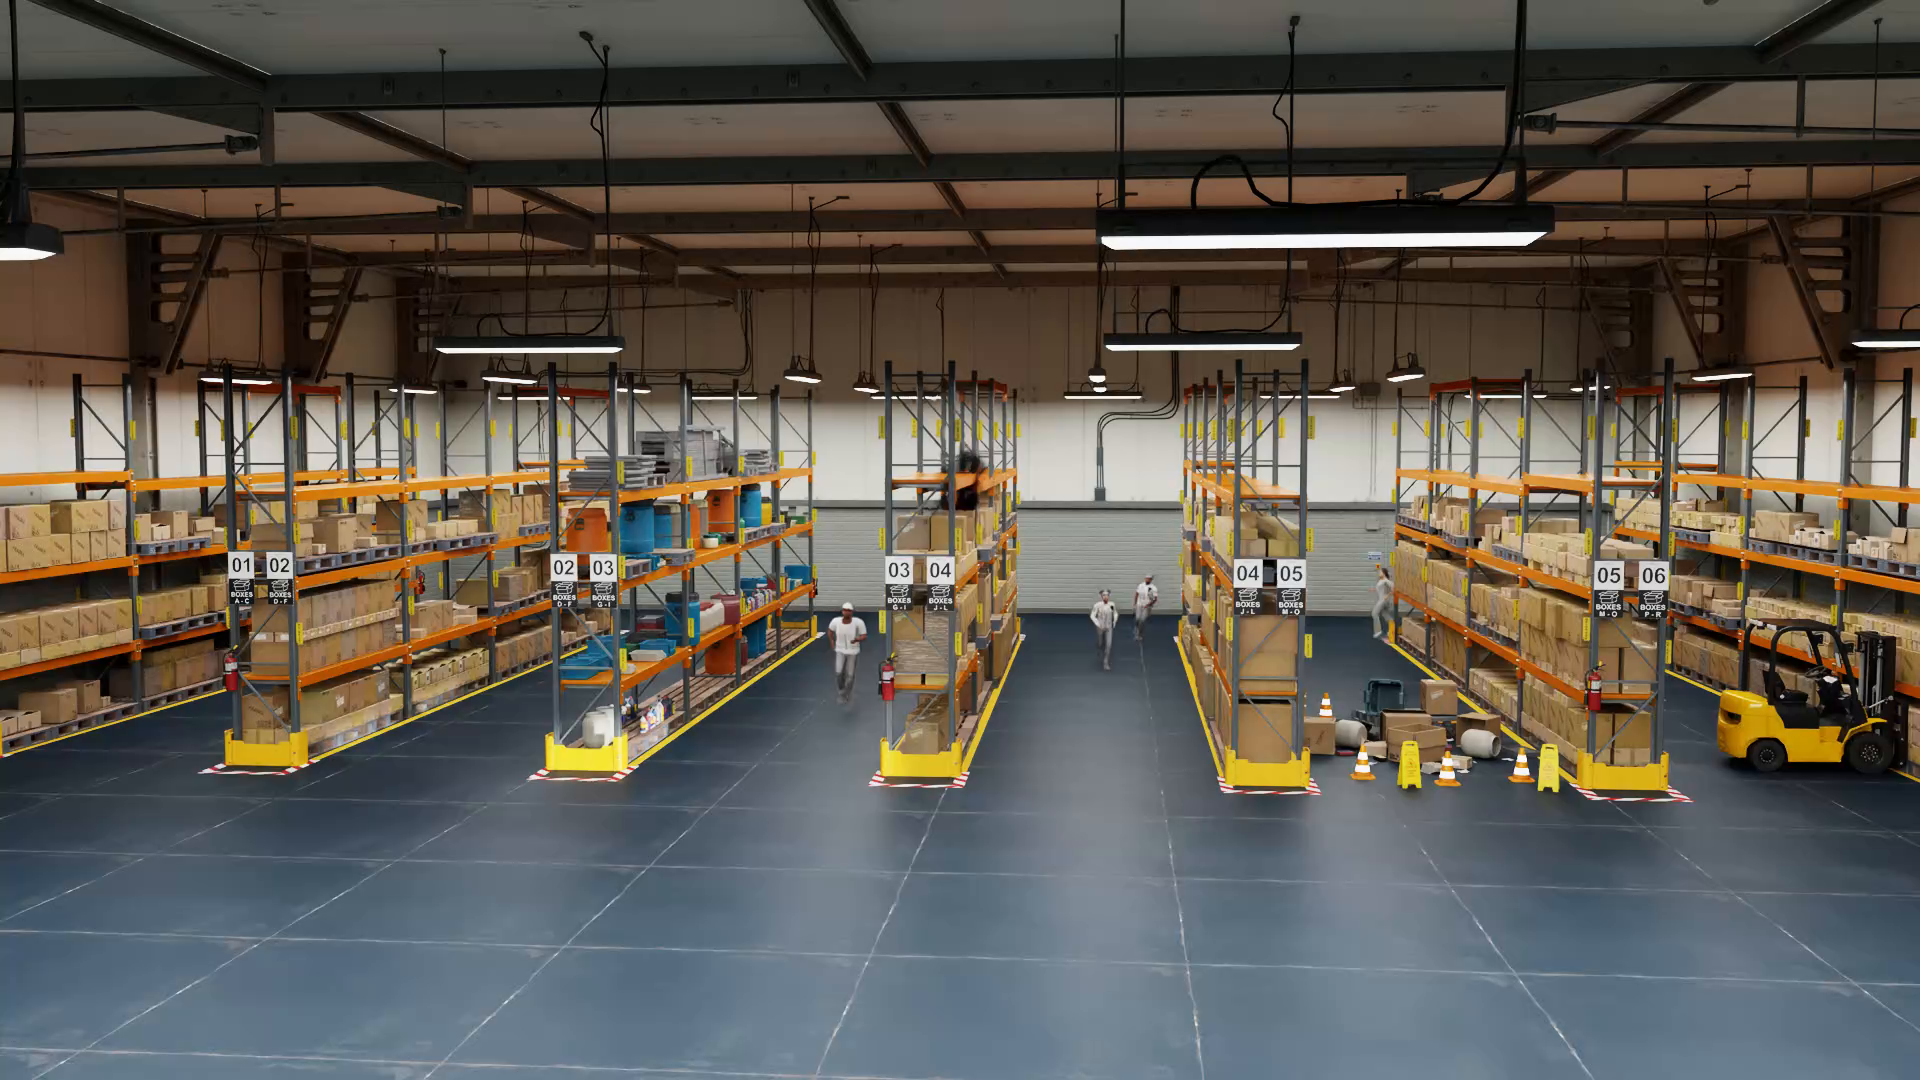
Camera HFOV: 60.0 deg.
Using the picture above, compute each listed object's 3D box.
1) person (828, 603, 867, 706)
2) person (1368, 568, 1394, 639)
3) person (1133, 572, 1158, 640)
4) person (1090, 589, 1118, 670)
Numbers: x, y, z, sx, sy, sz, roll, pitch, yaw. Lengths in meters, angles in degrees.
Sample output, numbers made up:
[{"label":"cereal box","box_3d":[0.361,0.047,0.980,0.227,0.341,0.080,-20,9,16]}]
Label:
[{"label":"person","box_3d":[-1.958,1.974,28.802,0.687,1.794,0.703,0,4,2]},{"label":"person","box_3d":[10.235,1.535,40.142,0.759,1.725,0.546,0,4,6]},{"label":"person","box_3d":[4.392,1.583,39.629,0.608,1.624,0.519,1,4,21]},{"label":"person","box_3d":[3.066,1.871,35.303,0.597,1.686,0.976,0,4,2]}]
